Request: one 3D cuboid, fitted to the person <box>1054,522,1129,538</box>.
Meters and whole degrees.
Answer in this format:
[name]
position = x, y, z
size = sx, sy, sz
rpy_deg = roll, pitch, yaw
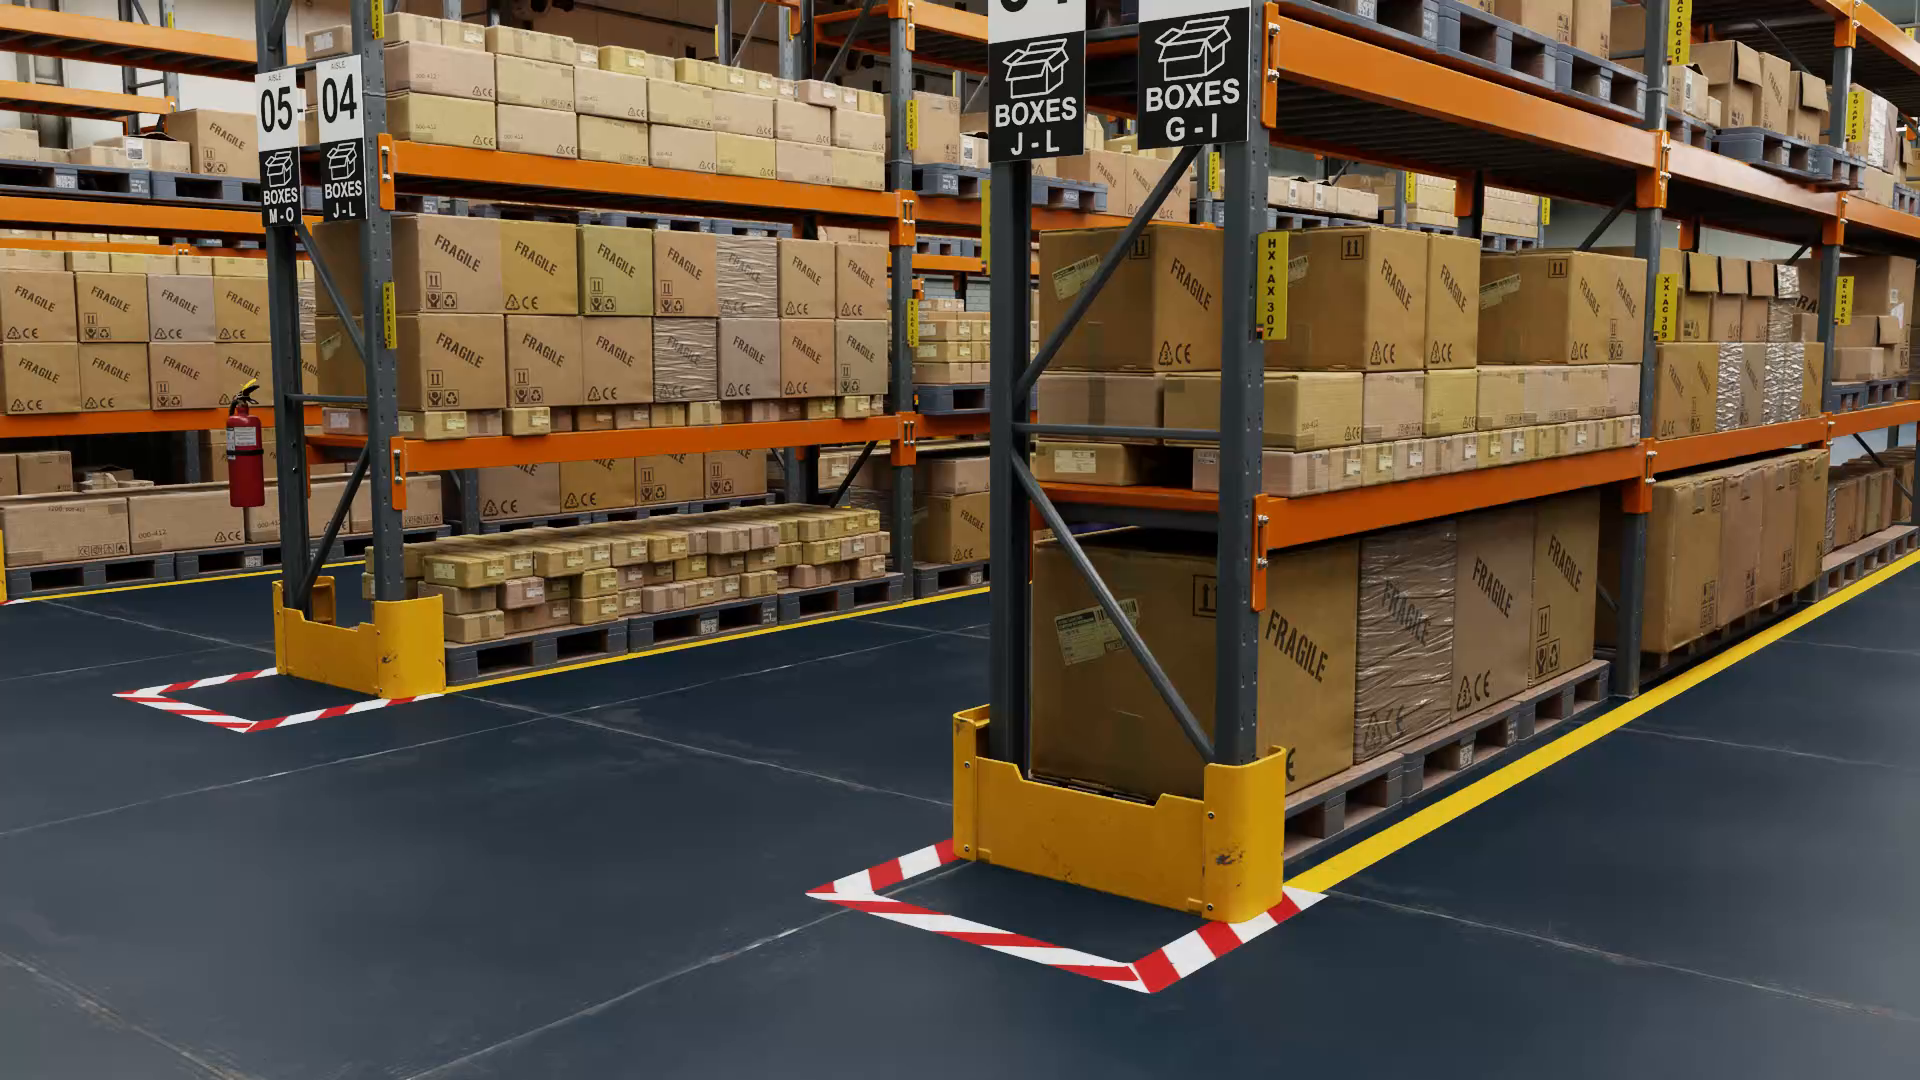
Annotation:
[person]
position = 0.716, -0.046, 8.653
size = 0.557, 1.652, 0.364
rpy_deg = 5, 8, 37
